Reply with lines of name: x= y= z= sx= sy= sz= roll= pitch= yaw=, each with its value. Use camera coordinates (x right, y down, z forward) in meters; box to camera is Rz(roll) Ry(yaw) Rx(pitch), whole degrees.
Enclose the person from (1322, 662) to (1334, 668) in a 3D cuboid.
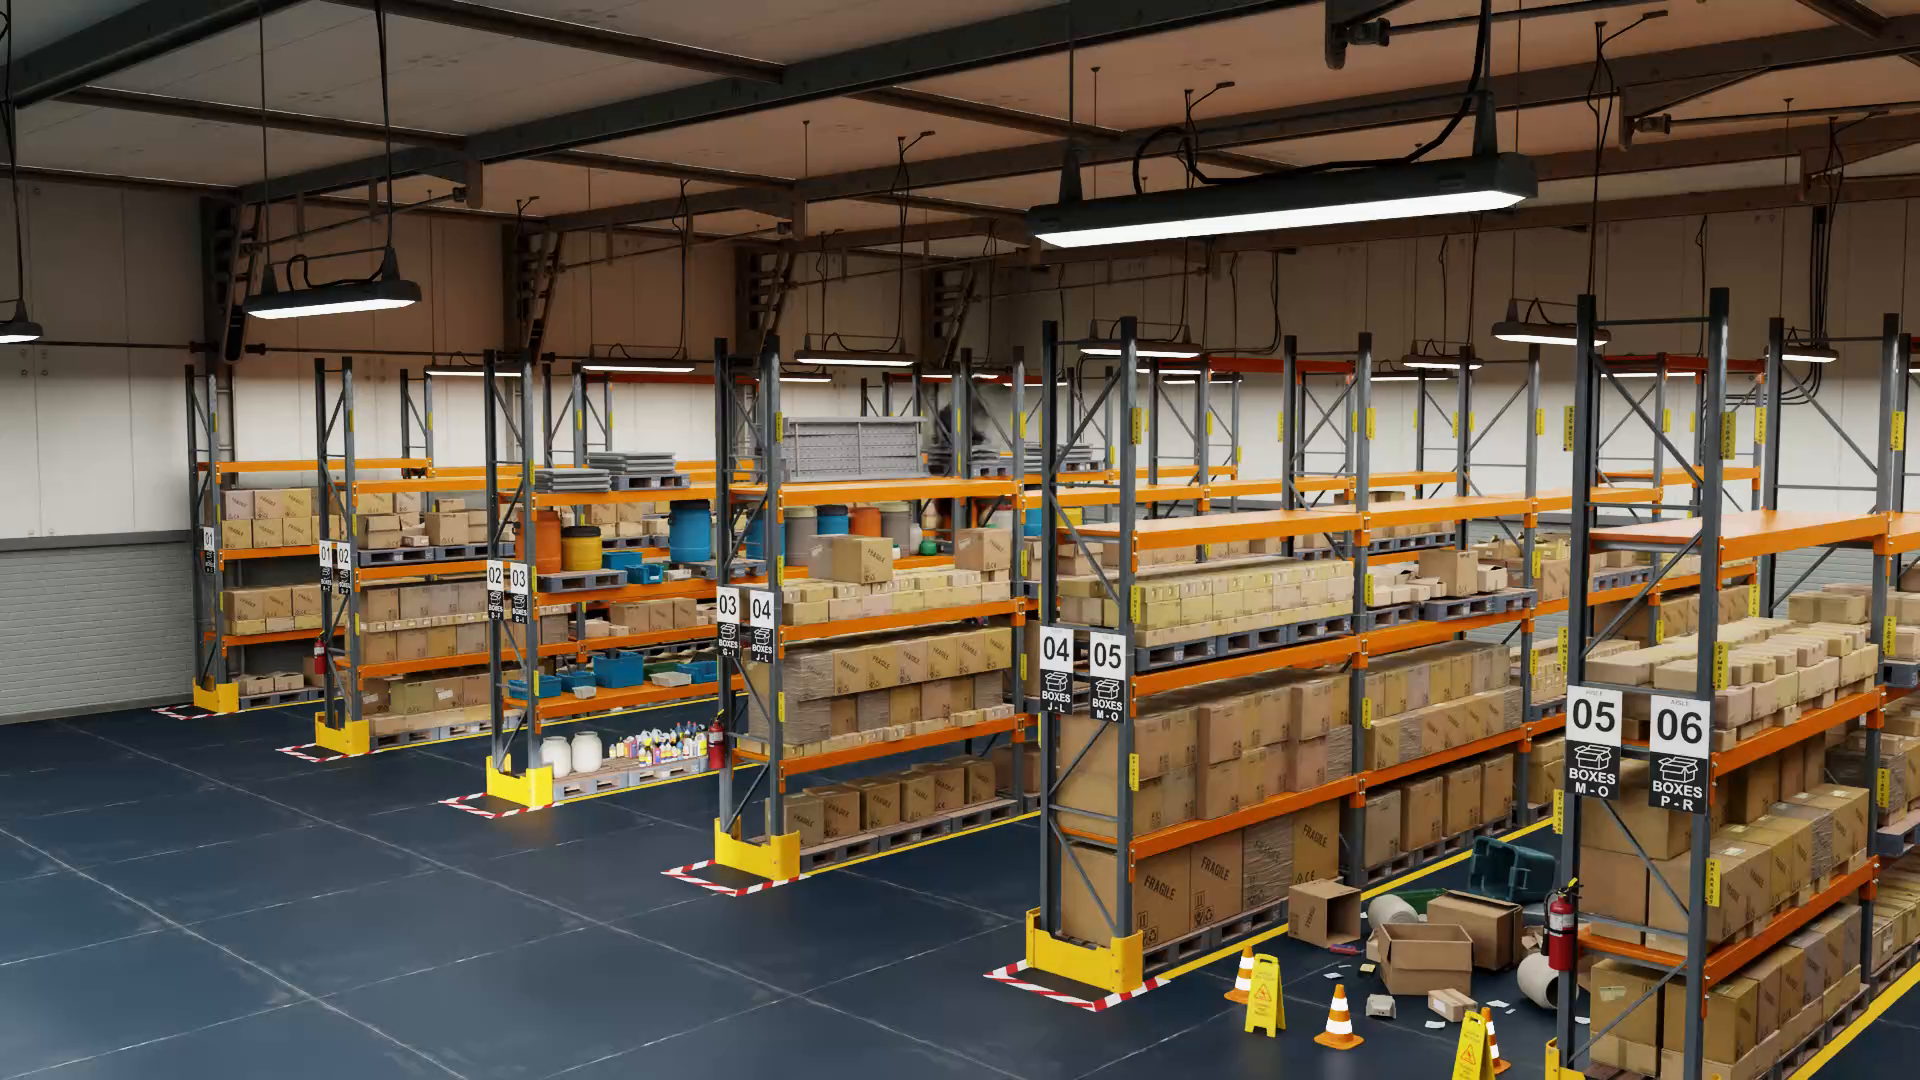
person: x=5.179 y=2.544 z=23.329 sx=0.598 sy=1.688 sz=0.848 roll=3 pitch=5 yaw=34
